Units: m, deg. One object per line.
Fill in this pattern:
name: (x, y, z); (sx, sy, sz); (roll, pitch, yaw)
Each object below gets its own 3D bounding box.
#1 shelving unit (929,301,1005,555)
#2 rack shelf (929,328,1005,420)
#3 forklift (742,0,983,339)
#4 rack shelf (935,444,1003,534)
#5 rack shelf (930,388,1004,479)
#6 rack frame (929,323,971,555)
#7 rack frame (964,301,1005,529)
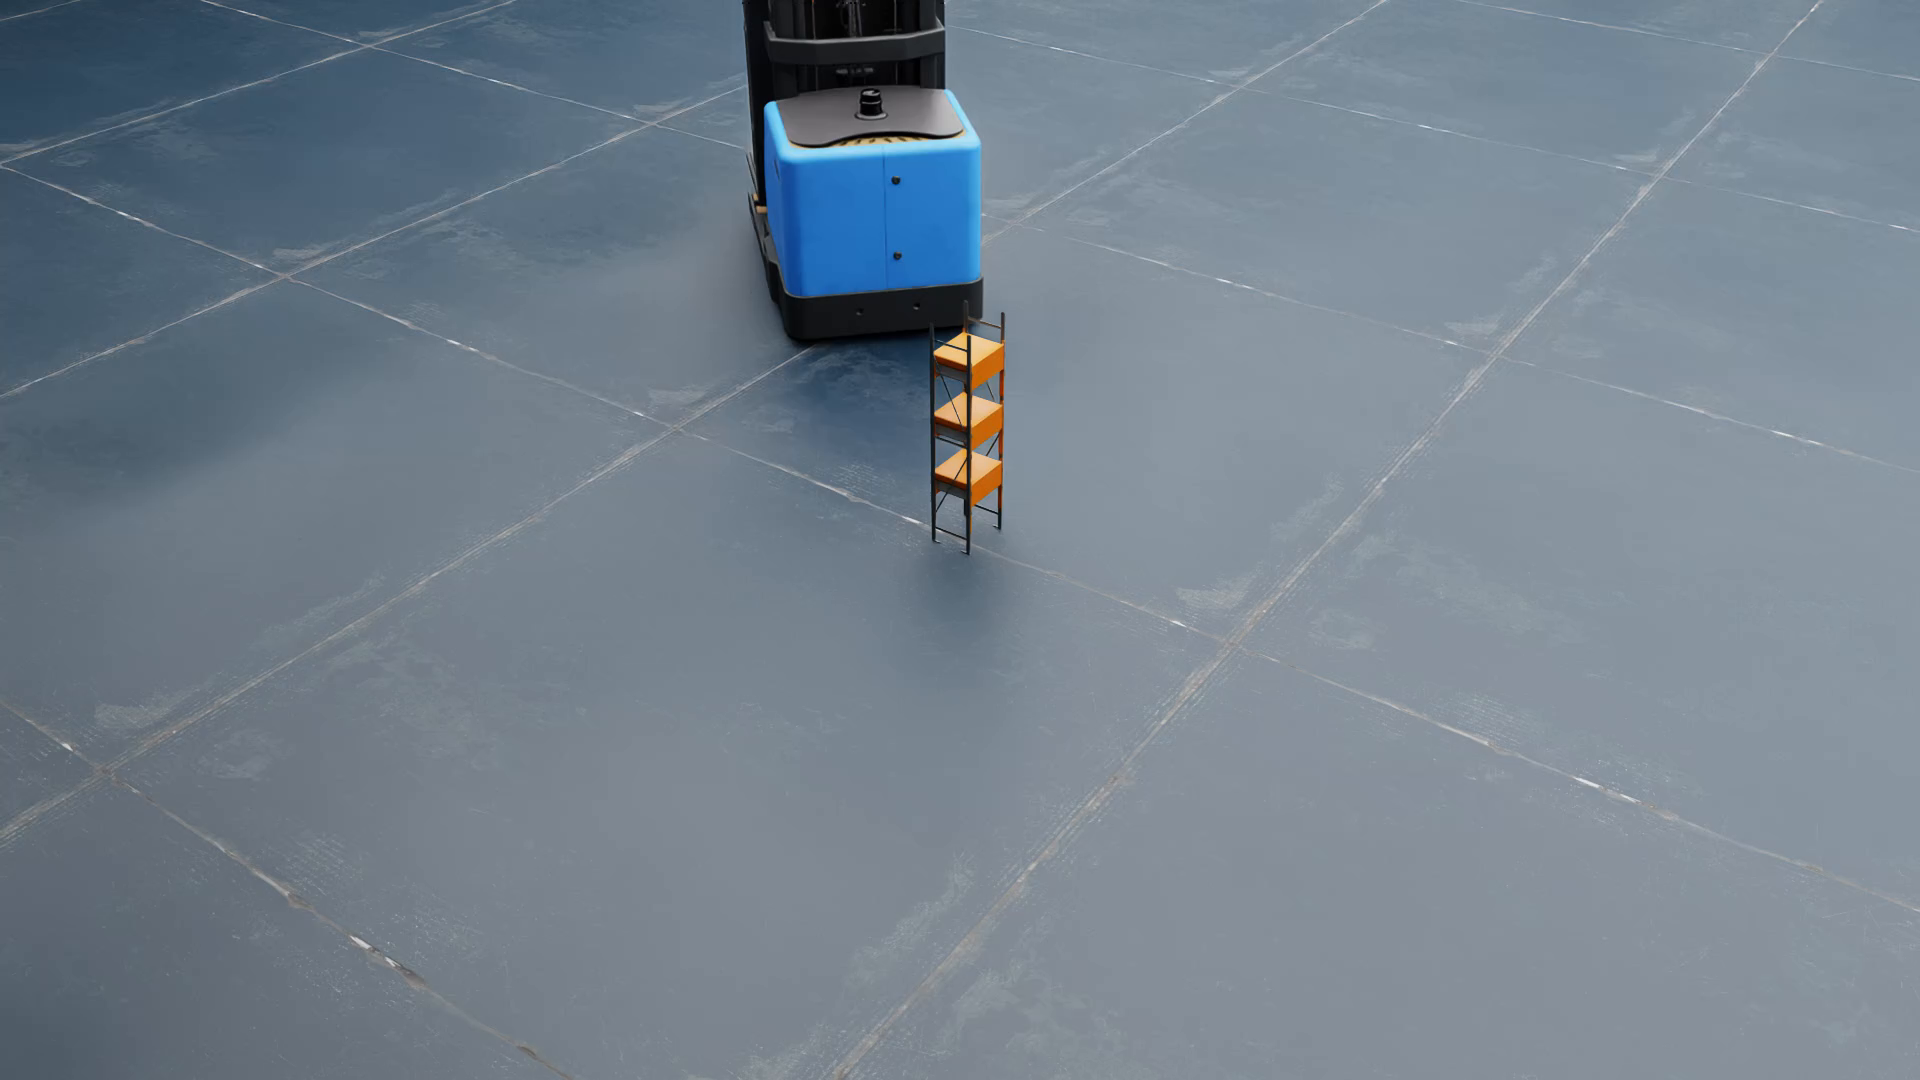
shelving unit: (0.031, -0.460, 6.992); (0.215, 1.050, 0.252); (21, 39, 28)
rack shelf: (0.031, -0.686, 6.839); (0.215, 0.259, 0.240); (21, 39, 28)
forklift: (-0.673, -3.079, 9.187); (1.130, 2.935, 3.031); (-6, 35, -9)
rack shelf: (0.031, -0.221, 7.154); (0.215, 0.259, 0.240); (21, 39, 28)
rack shelf: (0.031, -0.451, 6.998); (0.215, 0.259, 0.240); (21, 39, 28)
rack frame: (-0.039, -0.403, 6.909); (0.200, 1.050, 0.008); (21, 39, 28)
rack frame: (0.100, -0.516, 7.075); (0.200, 1.050, 0.008); (21, 39, 28)
